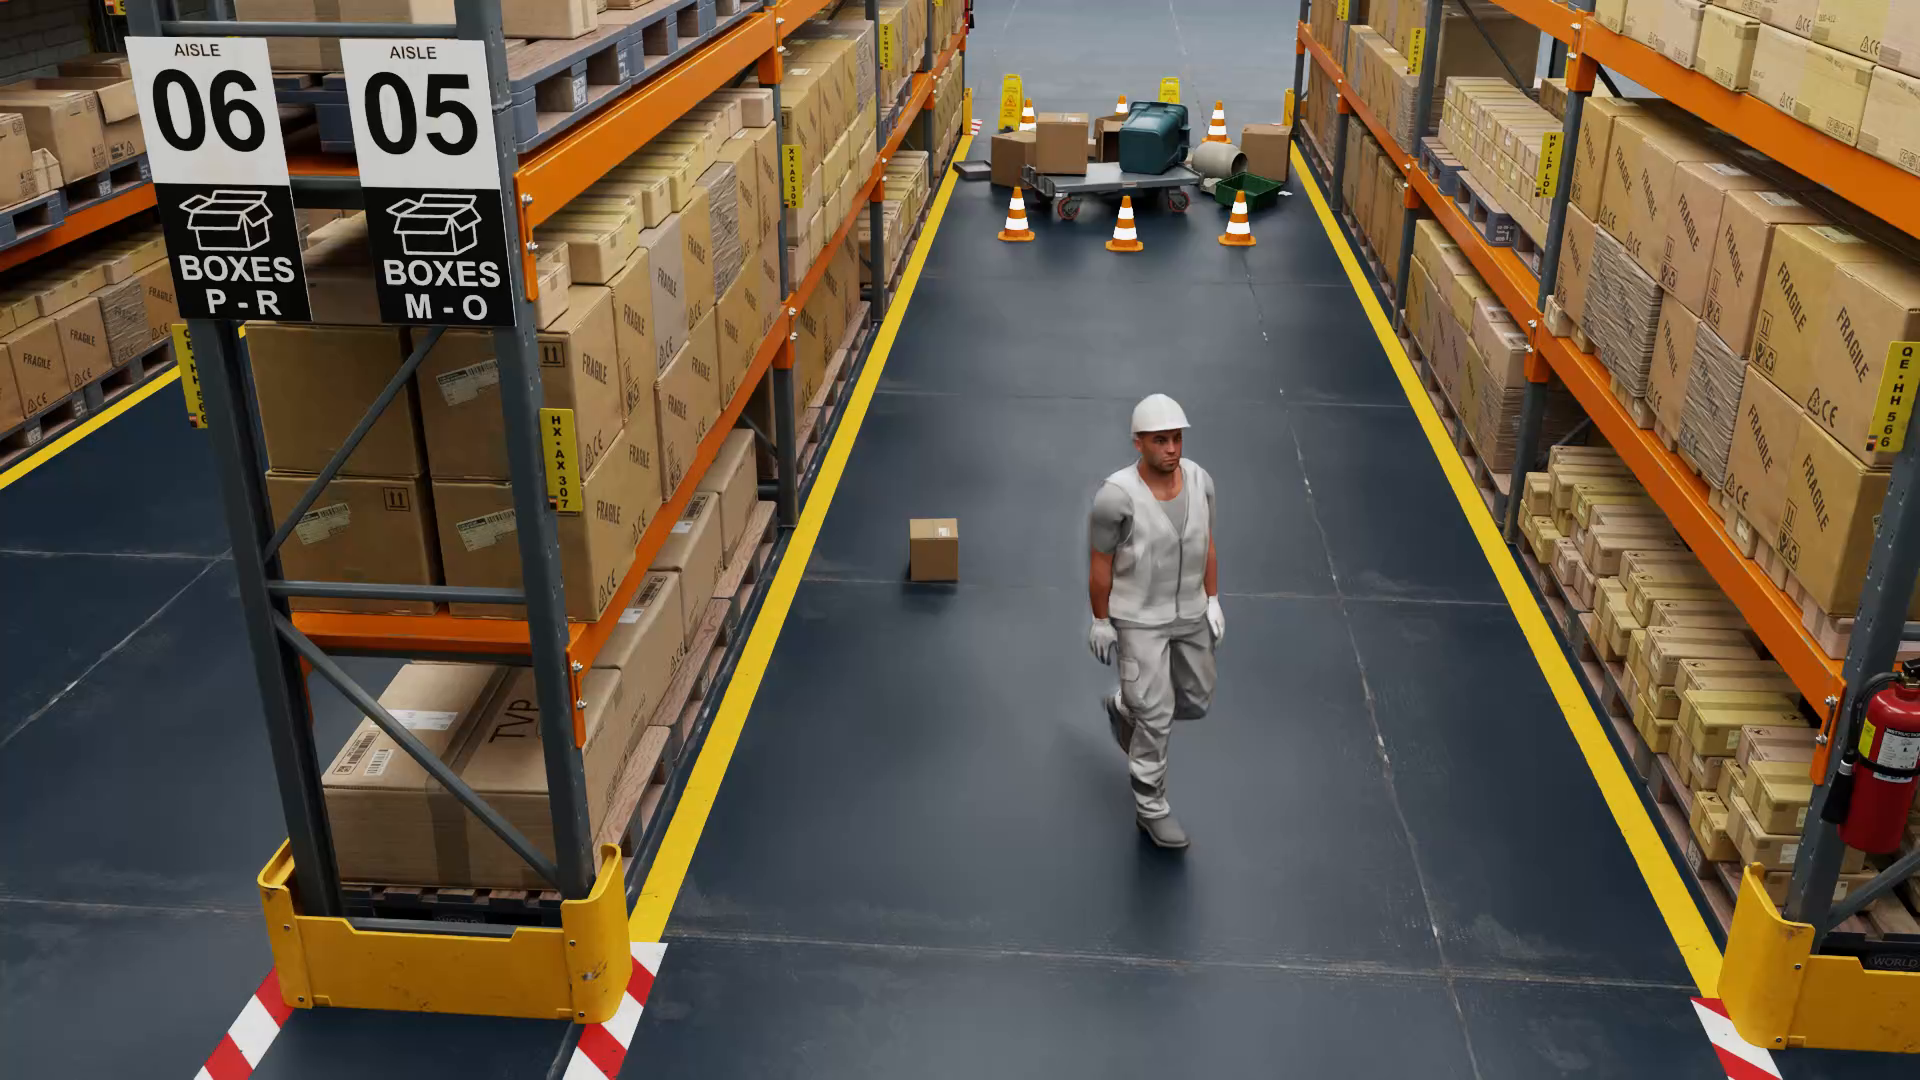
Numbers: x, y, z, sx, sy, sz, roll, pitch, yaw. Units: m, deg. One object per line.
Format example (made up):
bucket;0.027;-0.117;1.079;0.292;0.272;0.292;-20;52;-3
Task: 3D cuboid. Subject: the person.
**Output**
person;0.746;0.273;6.422;0.549;1.770;0.754;-12;27;-25
